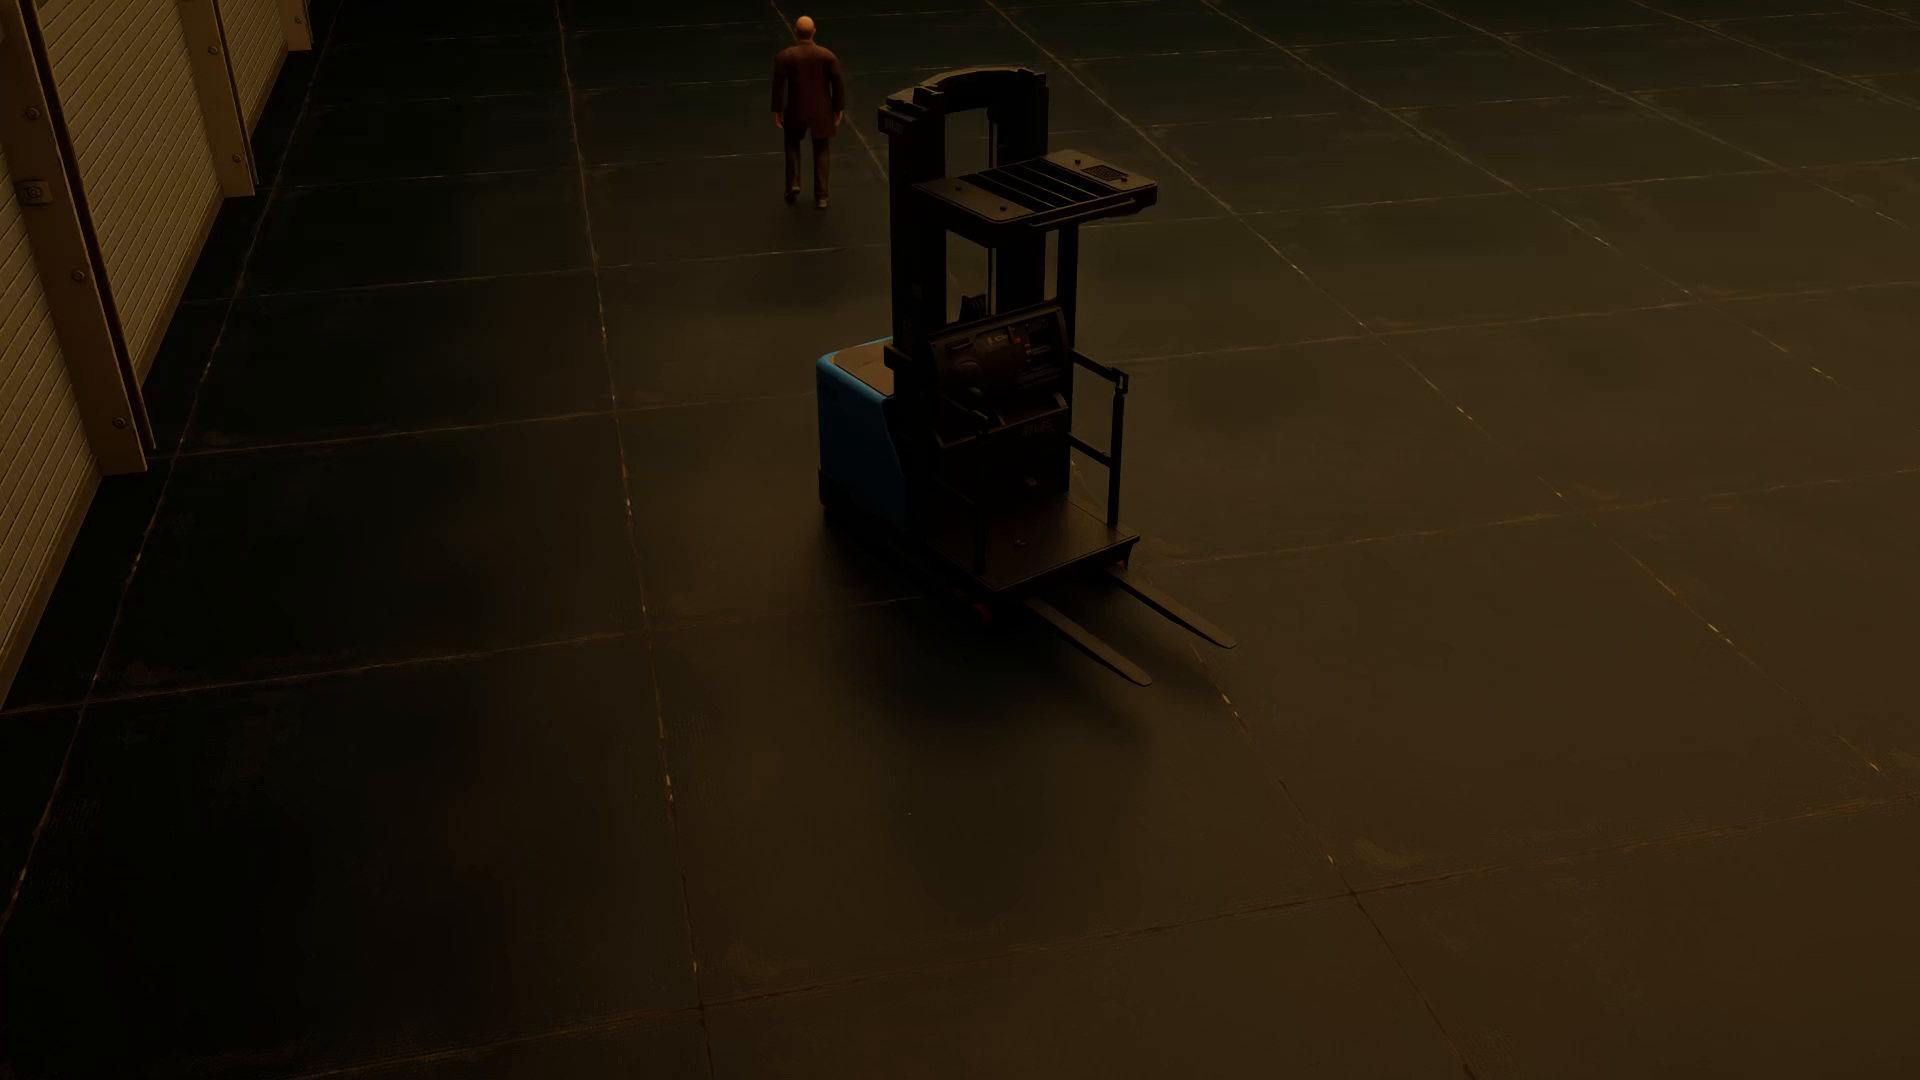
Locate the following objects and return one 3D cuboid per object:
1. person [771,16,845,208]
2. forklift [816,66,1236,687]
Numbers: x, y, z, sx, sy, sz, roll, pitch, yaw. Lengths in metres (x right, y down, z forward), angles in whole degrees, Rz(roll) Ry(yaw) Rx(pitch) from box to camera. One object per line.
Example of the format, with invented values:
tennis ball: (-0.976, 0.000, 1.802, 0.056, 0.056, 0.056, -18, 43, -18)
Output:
person: (-1.442, -4.040, 15.822, 0.700, 1.805, 0.557, -2, 30, -3)
forklift: (0.355, -1.021, 9.338, 1.130, 2.935, 3.031, -20, 35, -30)
